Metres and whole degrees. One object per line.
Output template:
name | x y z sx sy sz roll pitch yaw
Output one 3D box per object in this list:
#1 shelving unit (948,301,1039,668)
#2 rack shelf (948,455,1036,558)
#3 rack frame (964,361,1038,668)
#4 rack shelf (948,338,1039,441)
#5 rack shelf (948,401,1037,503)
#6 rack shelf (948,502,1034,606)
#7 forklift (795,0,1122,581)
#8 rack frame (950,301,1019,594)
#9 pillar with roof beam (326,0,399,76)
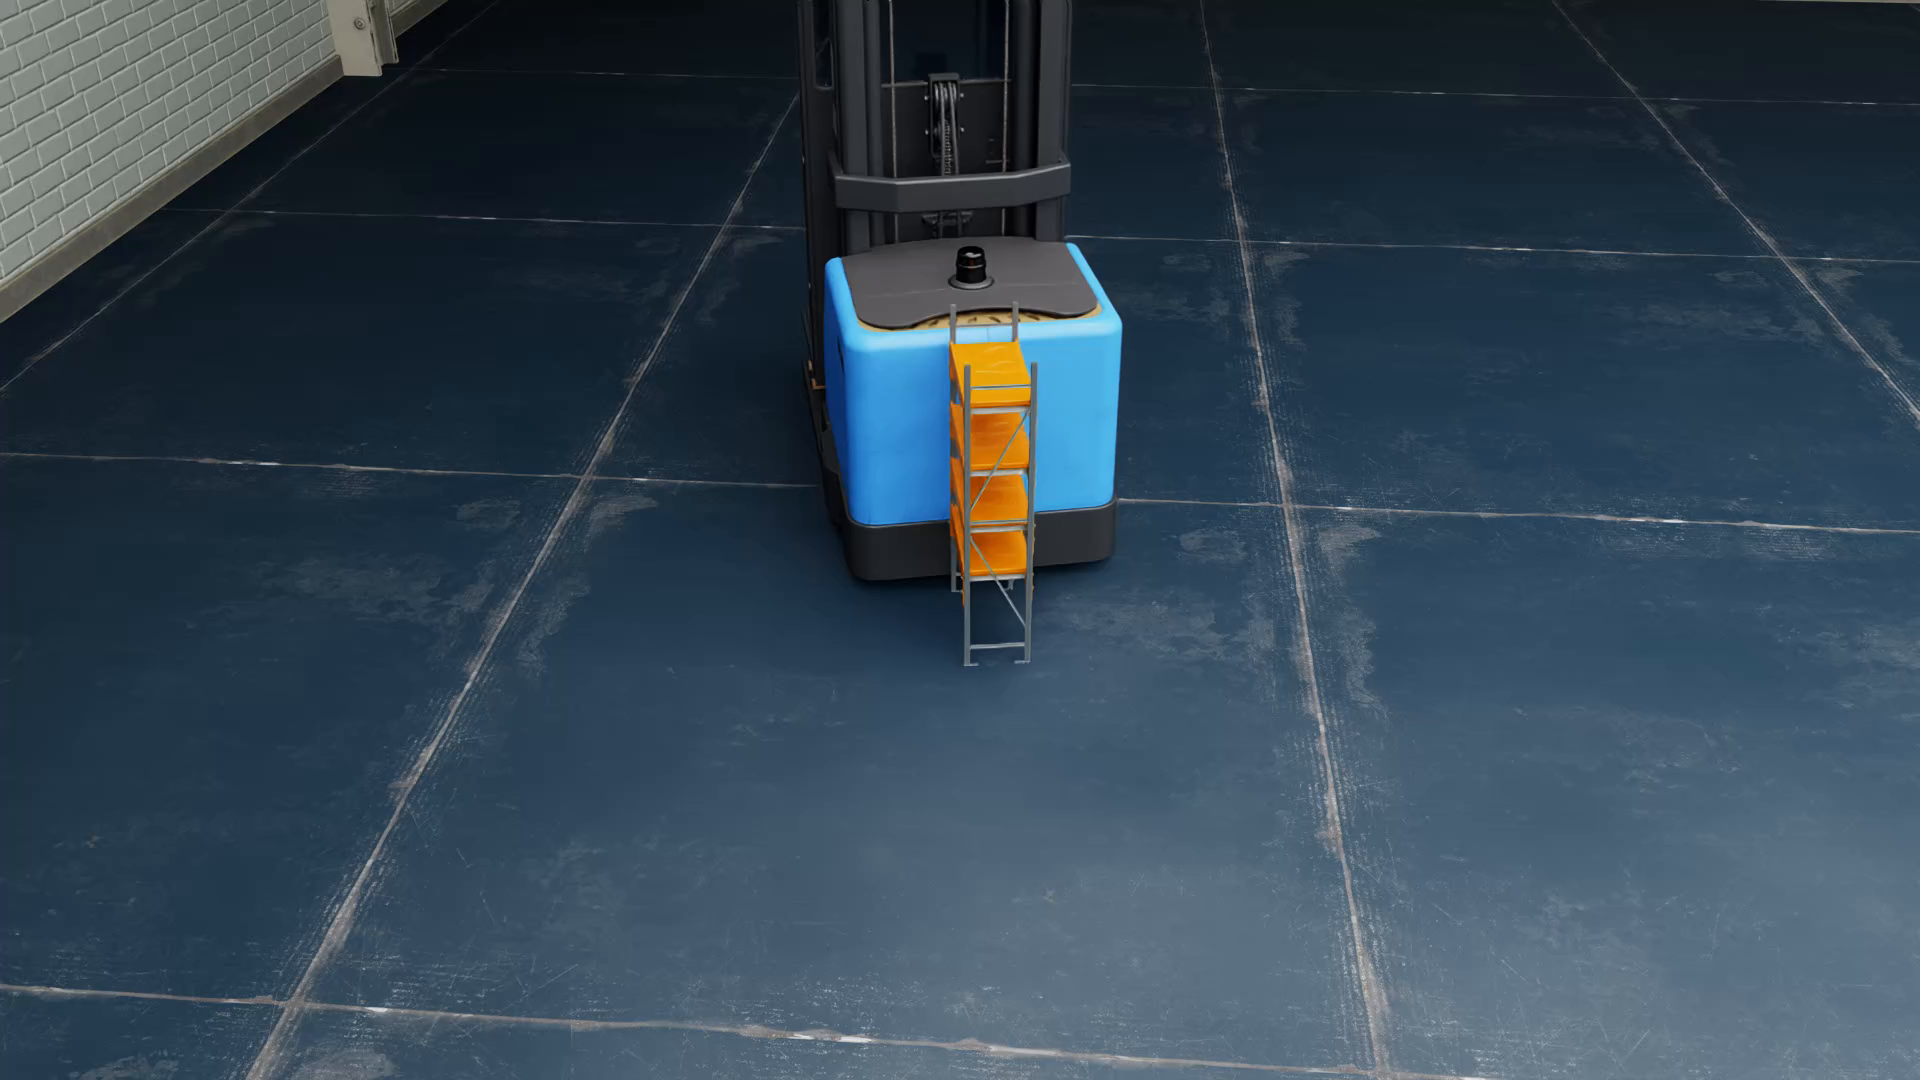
shelving unit | 0.109 -0.187 5.910 0.258 1.200 0.503 -3 32 -5
rack shelf | 0.109 -0.130 5.945 0.258 0.148 0.480 -3 32 -5
rack frame | 0.133 -0.060 5.703 0.240 1.200 0.015 -3 32 -5
rack shelf | 0.109 -0.522 5.704 0.258 0.148 0.480 -3 32 -5
rack shelf | 0.109 -0.320 5.828 0.258 0.148 0.480 -3 32 -5
rack shelf | 0.109 0.039 6.049 0.258 0.148 0.480 -3 32 -5
forklift | -0.141 -1.850 6.958 1.130 2.935 3.031 -5 32 -8
rack frame | 0.084 -0.314 6.117 0.240 1.200 0.015 -3 32 -5
pillar with roof beam | -0.150 -7.198 9.853 9.100 9.000 0.400 2 32 4
